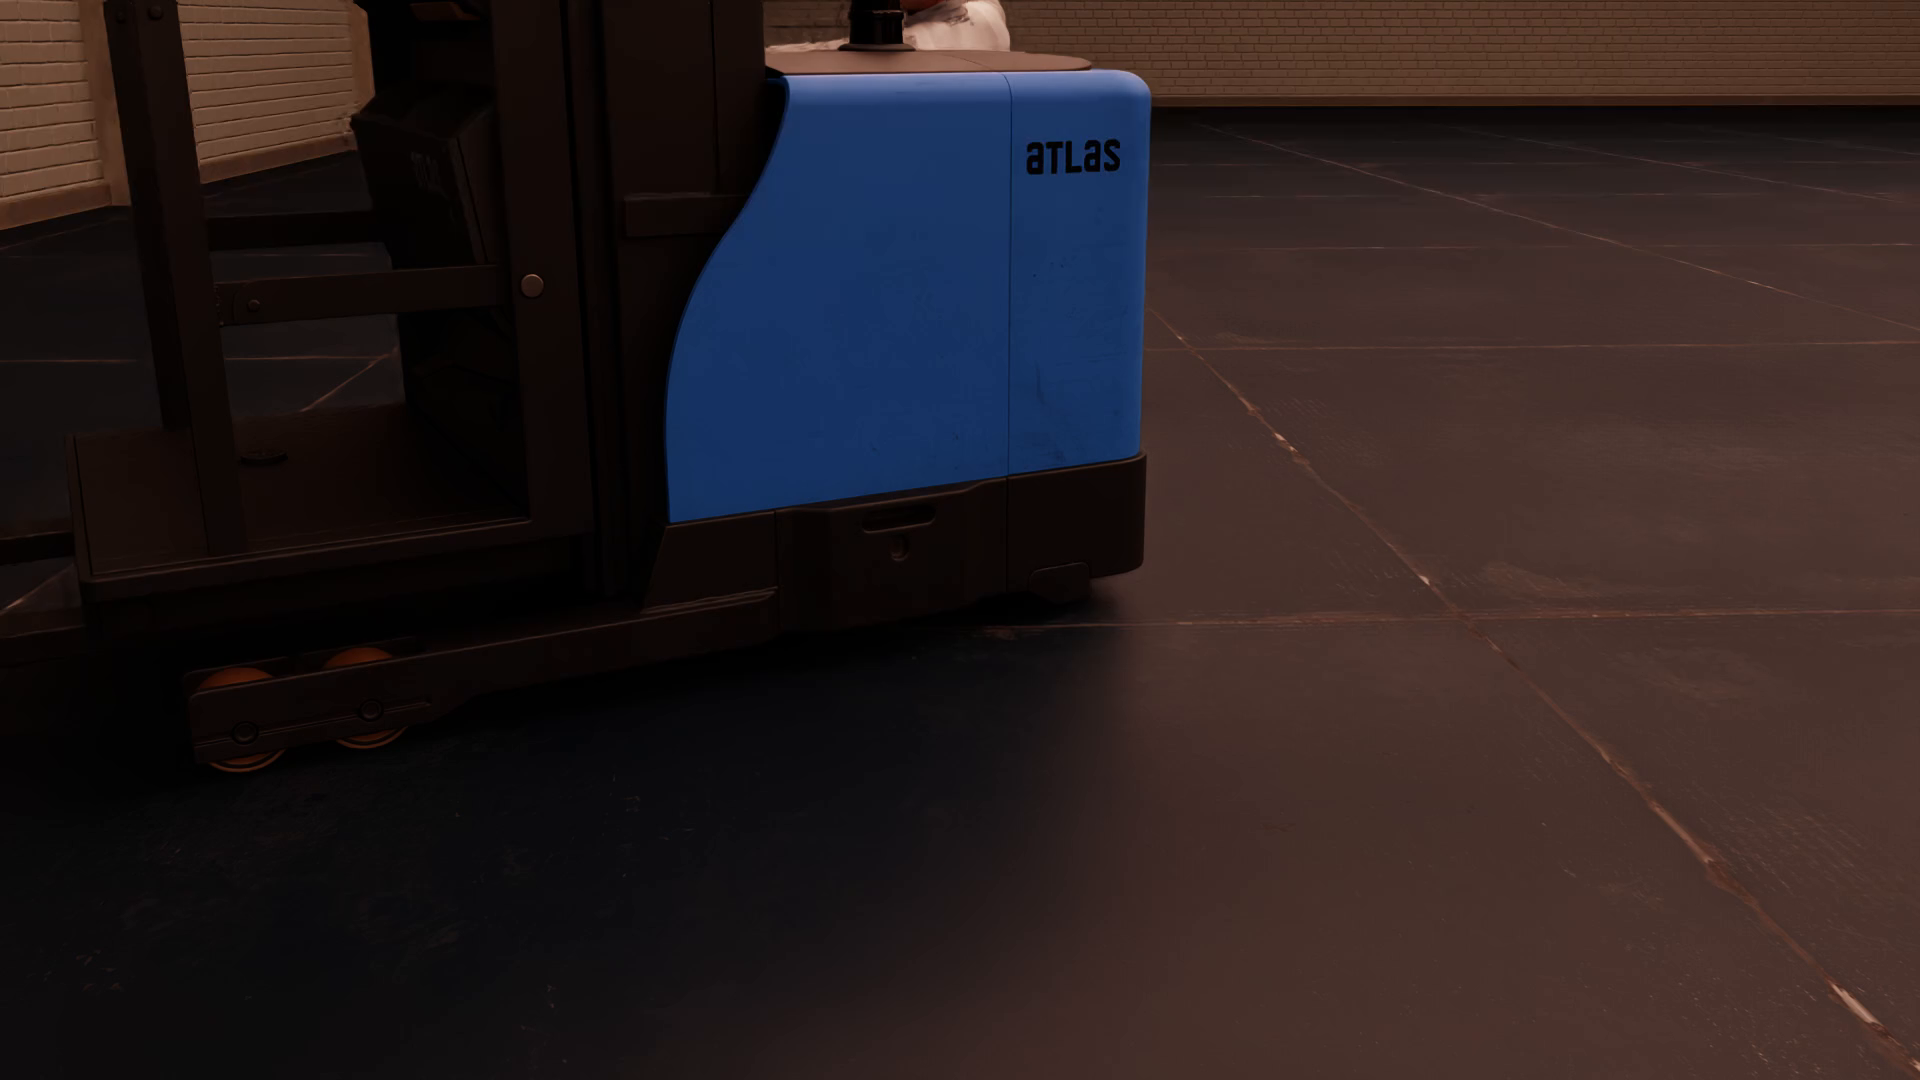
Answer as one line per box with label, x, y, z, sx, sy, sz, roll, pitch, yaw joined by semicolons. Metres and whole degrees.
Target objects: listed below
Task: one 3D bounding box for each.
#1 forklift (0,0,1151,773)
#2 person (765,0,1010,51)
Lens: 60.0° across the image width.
forklift;-1.156;-1.202;2.836;3.031;2.935;1.130;-9;19;-27
person;-0.411;-1.021;4.774;1.043;1.486;0.896;-7;18;-23
